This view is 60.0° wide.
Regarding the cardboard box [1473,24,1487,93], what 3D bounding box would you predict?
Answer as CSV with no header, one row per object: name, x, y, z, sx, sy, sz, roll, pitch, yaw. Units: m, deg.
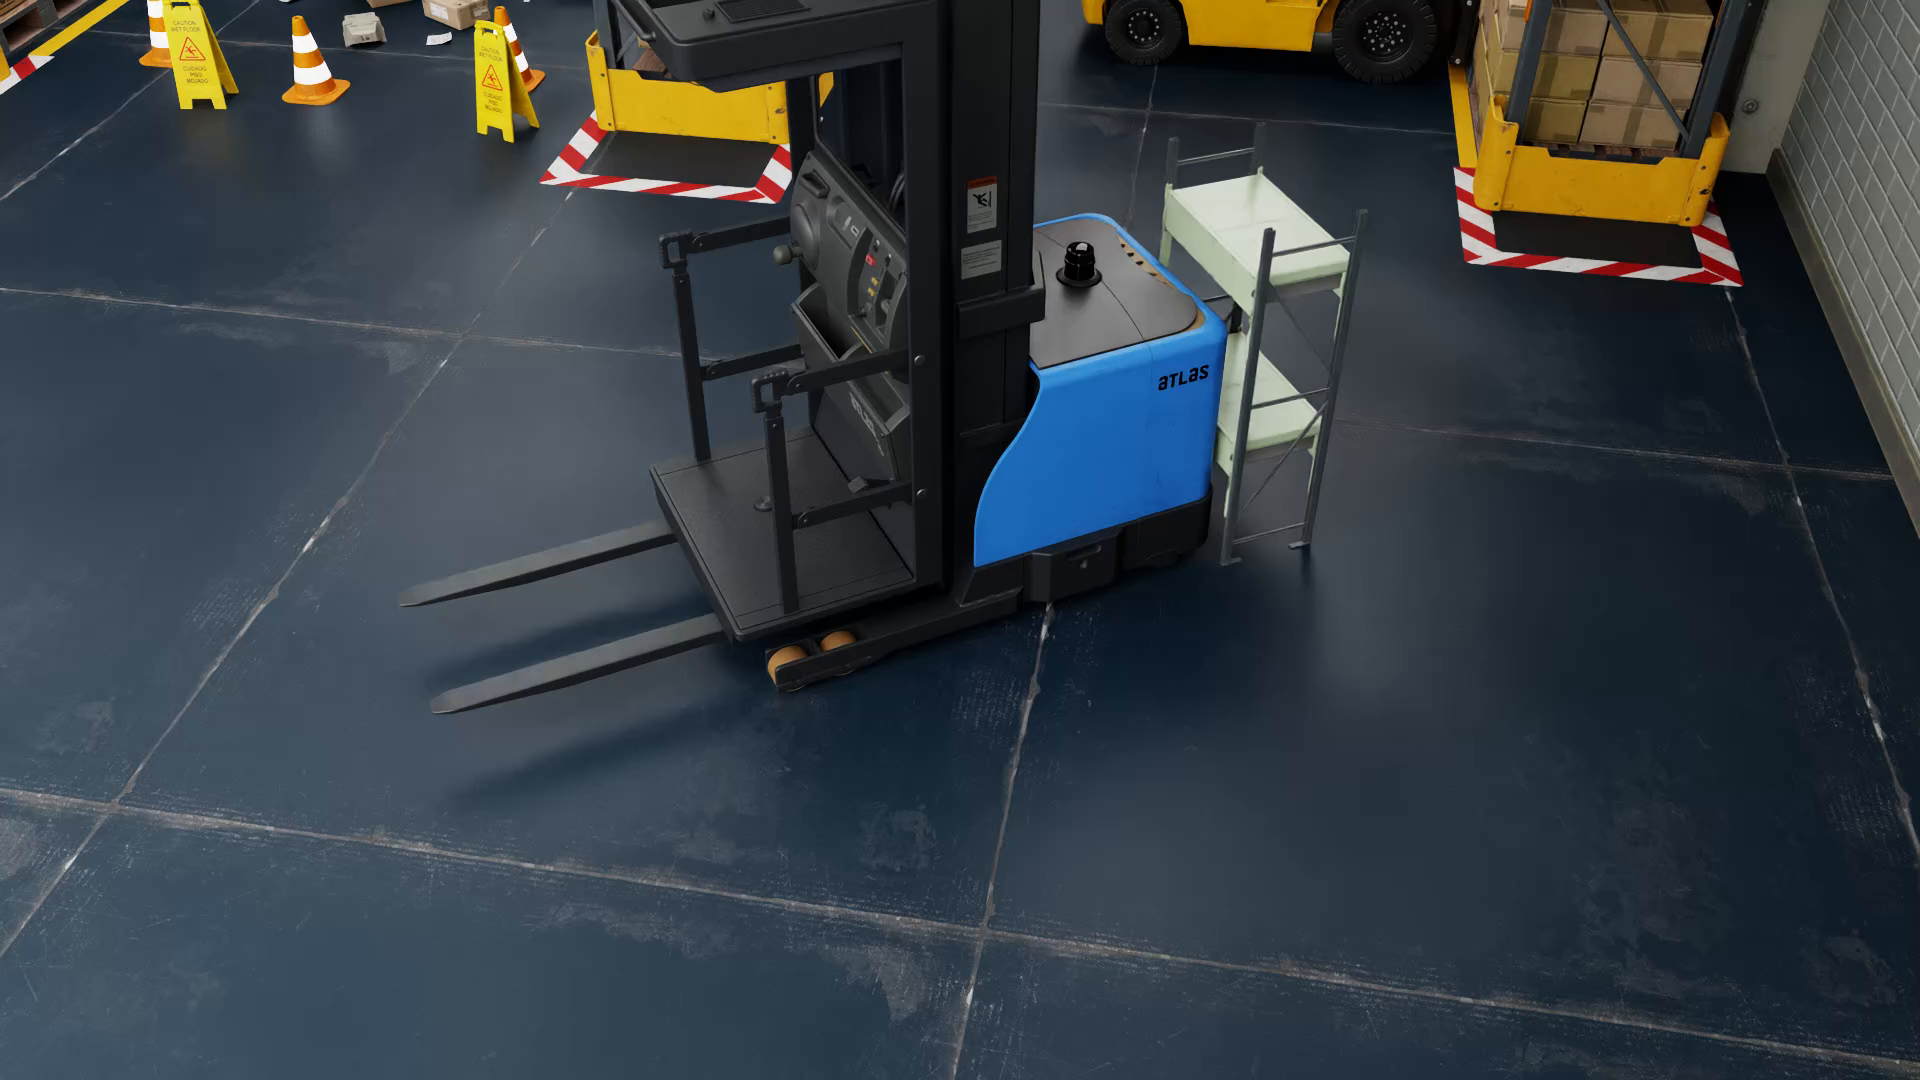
cardboard box,3.233,-2.727,9.522,0.500,0.250,0.500,6,40,8

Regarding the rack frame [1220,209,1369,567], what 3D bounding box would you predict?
rack frame,1.229,-0.523,6.206,0.400,1.500,0.023,-13,41,-16

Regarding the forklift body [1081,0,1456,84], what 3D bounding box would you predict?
forklift body,1.899,-4.048,9.958,2.313,2.155,1.214,6,40,8

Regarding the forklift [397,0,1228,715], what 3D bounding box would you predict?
forklift,-0.569,-0.962,5.613,3.031,2.935,1.130,-16,42,-19

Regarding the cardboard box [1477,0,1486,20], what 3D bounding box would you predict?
cardboard box,3.310,-3.258,9.773,0.500,0.250,0.500,6,40,7

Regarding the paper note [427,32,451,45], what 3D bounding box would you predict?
paper note,-3.319,-3.197,10.593,0.148,0.019,0.142,-6,40,-8

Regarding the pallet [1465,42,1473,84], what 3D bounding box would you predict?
pallet,3.672,-3.157,10.403,1.003,0.211,1.213,6,40,8

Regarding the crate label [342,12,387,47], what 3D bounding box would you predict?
crate label,-3.795,-3.247,10.570,0.250,0.136,0.298,-13,41,-15

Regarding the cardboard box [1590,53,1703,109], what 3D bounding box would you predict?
cardboard box,3.653,-2.551,8.917,0.500,0.250,0.500,7,40,8

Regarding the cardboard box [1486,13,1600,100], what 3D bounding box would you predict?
cardboard box,3.144,-2.619,8.999,0.500,0.250,0.500,6,40,7

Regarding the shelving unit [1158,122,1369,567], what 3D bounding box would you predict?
shelving unit,1.099,-0.742,6.469,0.431,1.500,0.755,-13,41,-16

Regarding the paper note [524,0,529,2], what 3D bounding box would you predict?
paper note,-2.883,-3.629,11.131,0.032,0.001,0.123,6,40,8

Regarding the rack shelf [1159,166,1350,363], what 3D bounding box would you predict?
rack shelf,1.100,-1.043,6.221,0.431,0.370,0.720,-13,41,-16

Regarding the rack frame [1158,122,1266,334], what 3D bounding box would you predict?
rack frame,0.970,-0.960,6.733,0.400,1.500,0.023,-13,41,-16

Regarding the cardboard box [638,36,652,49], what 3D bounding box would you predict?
cardboard box,-1.643,-3.183,10.074,0.500,0.250,0.500,6,40,7

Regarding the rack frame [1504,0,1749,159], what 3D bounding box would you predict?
rack frame,3.367,-2.984,8.005,1.000,3.000,0.127,6,40,8

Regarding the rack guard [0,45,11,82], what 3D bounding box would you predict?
rack guard,-6.419,-3.033,10.026,1.175,0.500,0.348,6,40,8

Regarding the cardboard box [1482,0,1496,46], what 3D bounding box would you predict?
cardboard box,3.241,-2.932,9.378,0.500,0.250,0.500,6,40,7

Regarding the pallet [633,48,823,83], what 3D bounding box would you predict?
pallet,-1.334,-3.008,10.222,1.003,0.211,1.213,6,40,8

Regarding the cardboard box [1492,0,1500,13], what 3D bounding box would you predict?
cardboard box,3.222,-3.116,9.208,0.500,0.250,0.500,7,40,8

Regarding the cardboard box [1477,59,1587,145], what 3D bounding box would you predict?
cardboard box,3.137,-2.416,9.146,0.500,0.250,0.500,7,40,8

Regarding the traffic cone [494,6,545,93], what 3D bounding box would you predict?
traffic cone,-2.718,-2.963,9.971,0.336,0.463,0.334,6,40,8

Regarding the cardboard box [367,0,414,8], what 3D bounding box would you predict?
cardboard box,-3.712,-3.948,11.130,0.797,0.503,0.637,-20,44,-23

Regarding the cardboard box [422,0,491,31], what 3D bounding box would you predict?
cardboard box,-3.285,-3.475,10.836,0.380,0.149,0.250,28,47,30

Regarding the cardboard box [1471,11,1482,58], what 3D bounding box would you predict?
cardboard box,3.328,-3.040,9.901,0.500,0.250,0.500,7,40,8

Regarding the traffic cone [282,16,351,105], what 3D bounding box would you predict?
traffic cone,-3.870,-2.872,9.861,0.336,0.463,0.334,6,40,8

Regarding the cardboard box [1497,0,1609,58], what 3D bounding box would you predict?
cardboard box,3.140,-2.795,8.820,0.500,0.250,0.500,8,40,9

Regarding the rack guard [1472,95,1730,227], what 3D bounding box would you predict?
rack guard,3.363,-2.005,8.783,1.175,0.500,0.348,6,40,8

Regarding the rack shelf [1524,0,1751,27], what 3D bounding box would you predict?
rack shelf,3.713,-3.962,9.752,1.077,0.370,4.000,6,40,8

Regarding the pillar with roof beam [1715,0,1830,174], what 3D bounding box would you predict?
pillar with roof beam,0.135,-6.108,7.076,9.100,9.000,0.400,6,40,8

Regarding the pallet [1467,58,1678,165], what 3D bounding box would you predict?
pallet,3.458,-2.394,9.479,1.003,0.211,1.213,6,40,8

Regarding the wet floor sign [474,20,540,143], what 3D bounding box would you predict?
wet floor sign,-2.609,-2.620,9.413,0.267,0.644,0.232,20,44,23

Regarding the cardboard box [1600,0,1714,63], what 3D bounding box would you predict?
cardboard box,3.637,-2.752,8.768,0.500,0.250,0.500,6,40,7

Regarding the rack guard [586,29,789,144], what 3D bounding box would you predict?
rack guard,-1.509,-2.613,9.518,1.175,0.500,0.348,6,40,8

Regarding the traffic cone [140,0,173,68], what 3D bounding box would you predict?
traffic cone,-4.924,-3.210,10.270,0.336,0.463,0.334,6,40,8

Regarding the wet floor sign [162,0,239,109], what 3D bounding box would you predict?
wet floor sign,-4.470,-2.867,9.712,0.267,0.644,0.232,0,40,0

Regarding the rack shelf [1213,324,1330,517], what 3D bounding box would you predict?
rack shelf,1.099,-0.490,6.677,0.431,0.370,0.720,-13,41,-16

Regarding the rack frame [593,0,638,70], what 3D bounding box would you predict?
rack frame,-1.522,-3.529,8.664,1.000,3.000,0.127,6,40,8

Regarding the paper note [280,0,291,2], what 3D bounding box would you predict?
paper note,-4.479,-3.637,11.126,0.144,0.017,0.142,20,44,23

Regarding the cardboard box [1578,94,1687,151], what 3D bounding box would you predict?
cardboard box,3.645,-2.373,9.094,0.500,0.250,0.500,7,40,8
